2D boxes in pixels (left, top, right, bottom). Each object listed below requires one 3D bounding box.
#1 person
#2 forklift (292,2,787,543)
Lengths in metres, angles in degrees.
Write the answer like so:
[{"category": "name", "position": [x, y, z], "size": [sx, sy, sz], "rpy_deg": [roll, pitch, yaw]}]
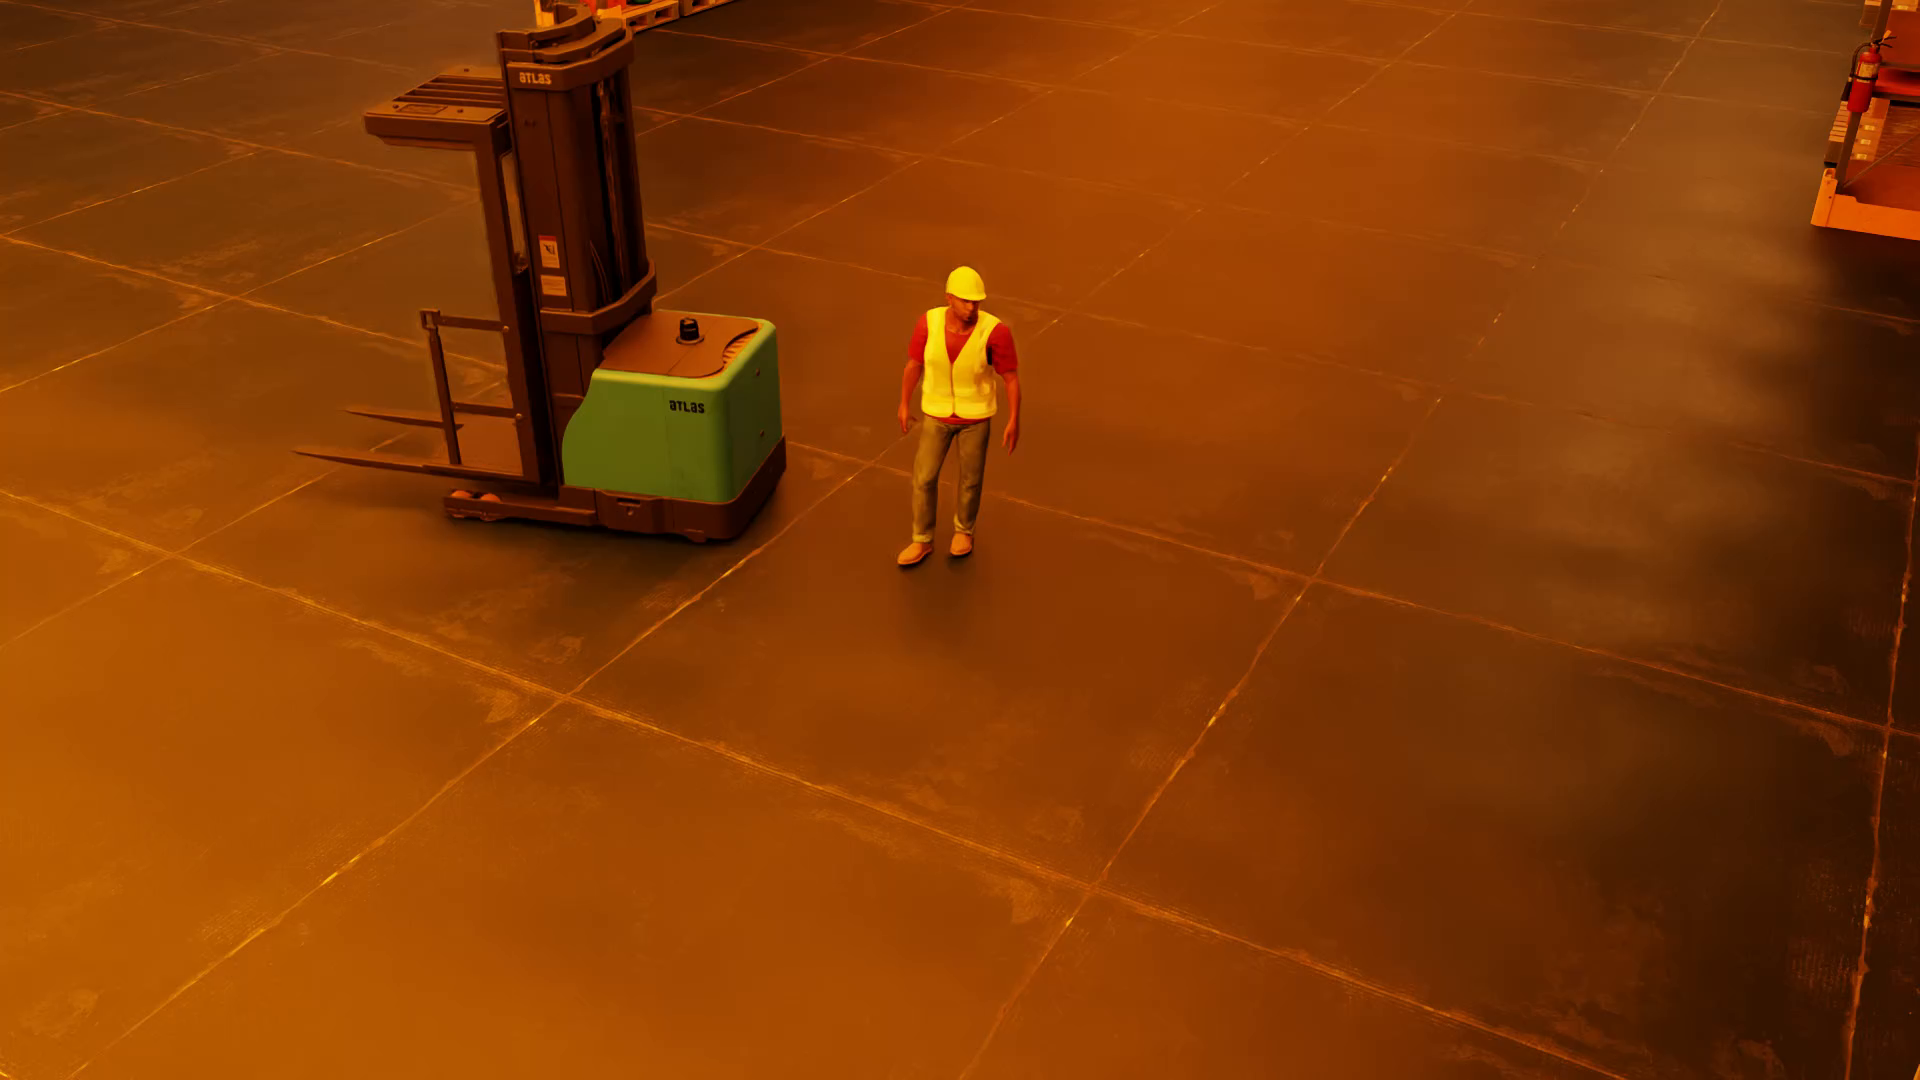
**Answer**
[{"category": "person", "position": [-0.013, -0.685, 9.447], "size": [0.718, 1.761, 0.525], "rpy_deg": [4, 30, 7]}, {"category": "forklift", "position": [-2.685, -1.630, 9.895], "size": [3.031, 2.935, 1.130], "rpy_deg": [7, 31, 12]}]
